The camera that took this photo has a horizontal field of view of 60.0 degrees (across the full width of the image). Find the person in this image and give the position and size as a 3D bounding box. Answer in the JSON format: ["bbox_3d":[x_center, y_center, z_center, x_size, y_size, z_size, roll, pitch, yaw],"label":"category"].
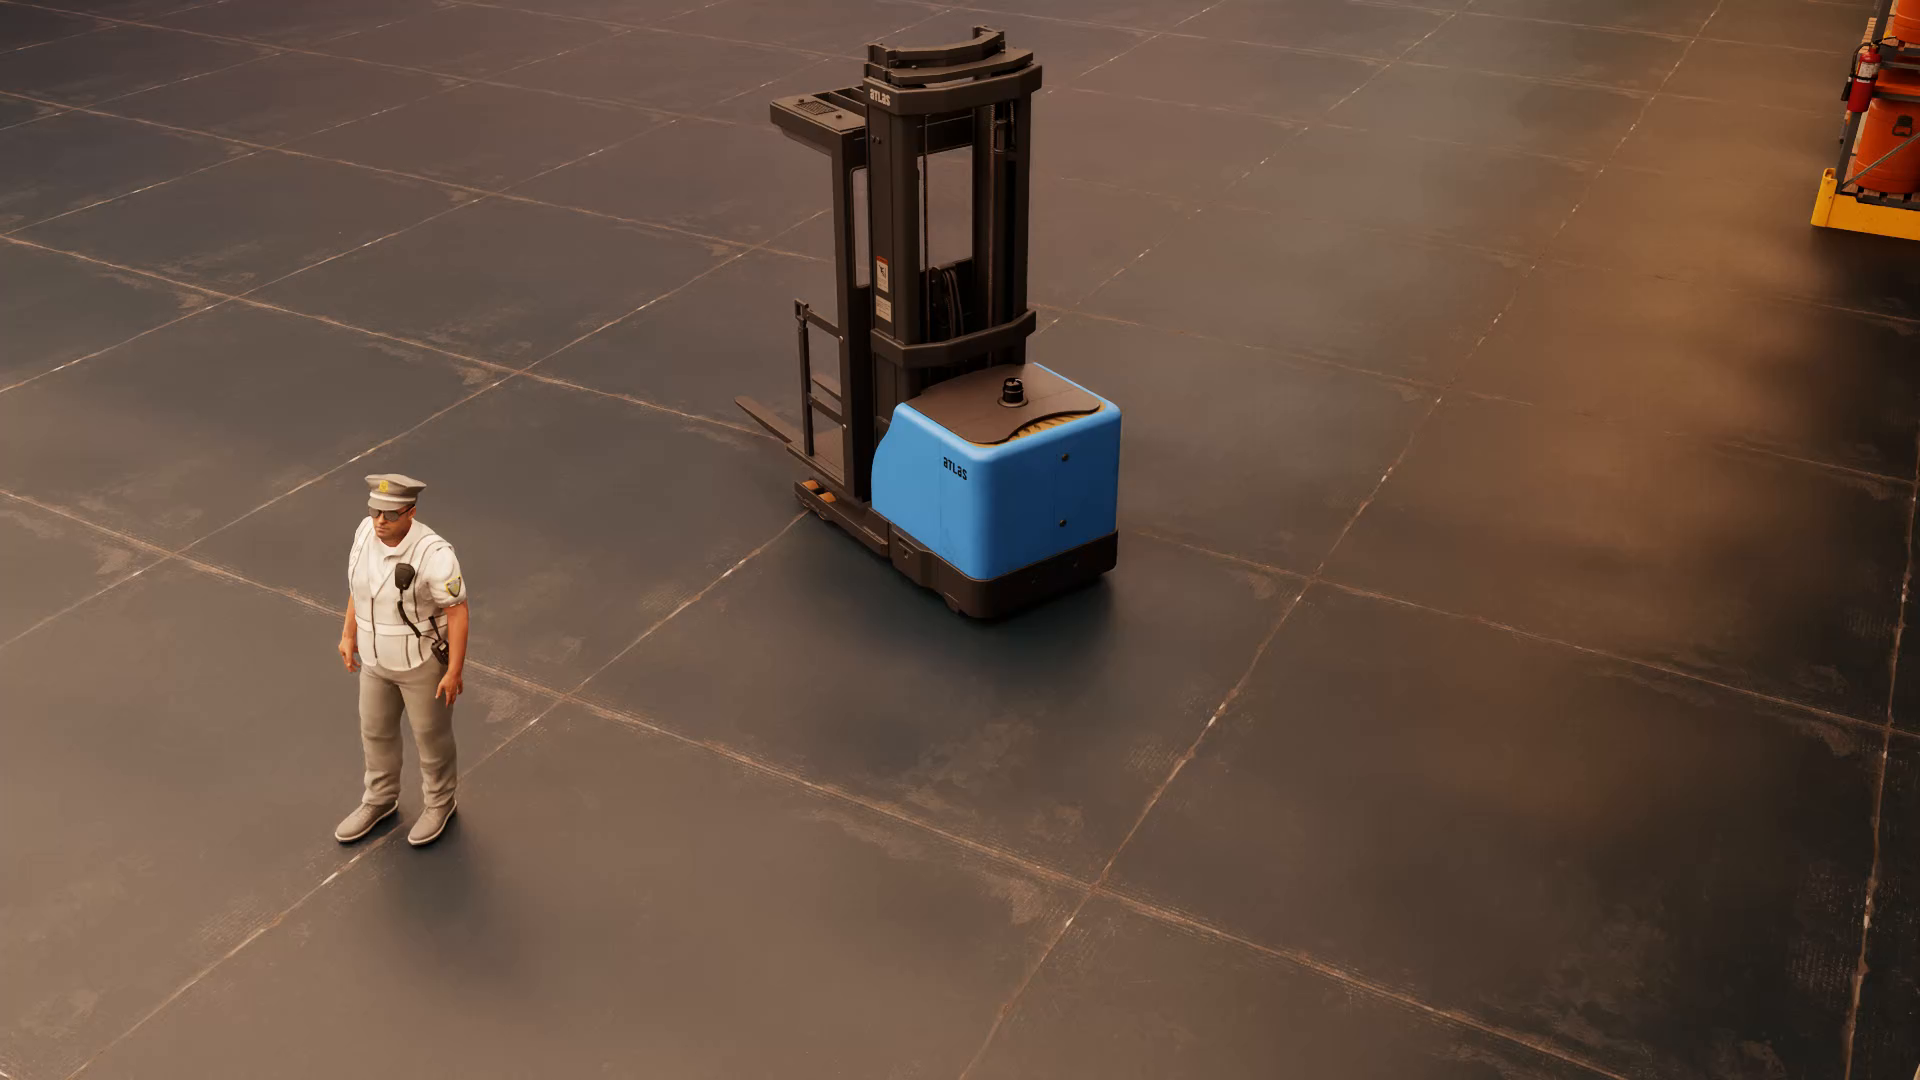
[{"bbox_3d":[-2.479,0.533,7.283,0.640,1.780,0.575,12,32,20],"label":"person"}]

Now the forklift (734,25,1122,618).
[{"bbox_3d":[-0.367,-1.522,9.707,1.130,2.935,3.031,-20,36,-31],"label":"forklift"}]
